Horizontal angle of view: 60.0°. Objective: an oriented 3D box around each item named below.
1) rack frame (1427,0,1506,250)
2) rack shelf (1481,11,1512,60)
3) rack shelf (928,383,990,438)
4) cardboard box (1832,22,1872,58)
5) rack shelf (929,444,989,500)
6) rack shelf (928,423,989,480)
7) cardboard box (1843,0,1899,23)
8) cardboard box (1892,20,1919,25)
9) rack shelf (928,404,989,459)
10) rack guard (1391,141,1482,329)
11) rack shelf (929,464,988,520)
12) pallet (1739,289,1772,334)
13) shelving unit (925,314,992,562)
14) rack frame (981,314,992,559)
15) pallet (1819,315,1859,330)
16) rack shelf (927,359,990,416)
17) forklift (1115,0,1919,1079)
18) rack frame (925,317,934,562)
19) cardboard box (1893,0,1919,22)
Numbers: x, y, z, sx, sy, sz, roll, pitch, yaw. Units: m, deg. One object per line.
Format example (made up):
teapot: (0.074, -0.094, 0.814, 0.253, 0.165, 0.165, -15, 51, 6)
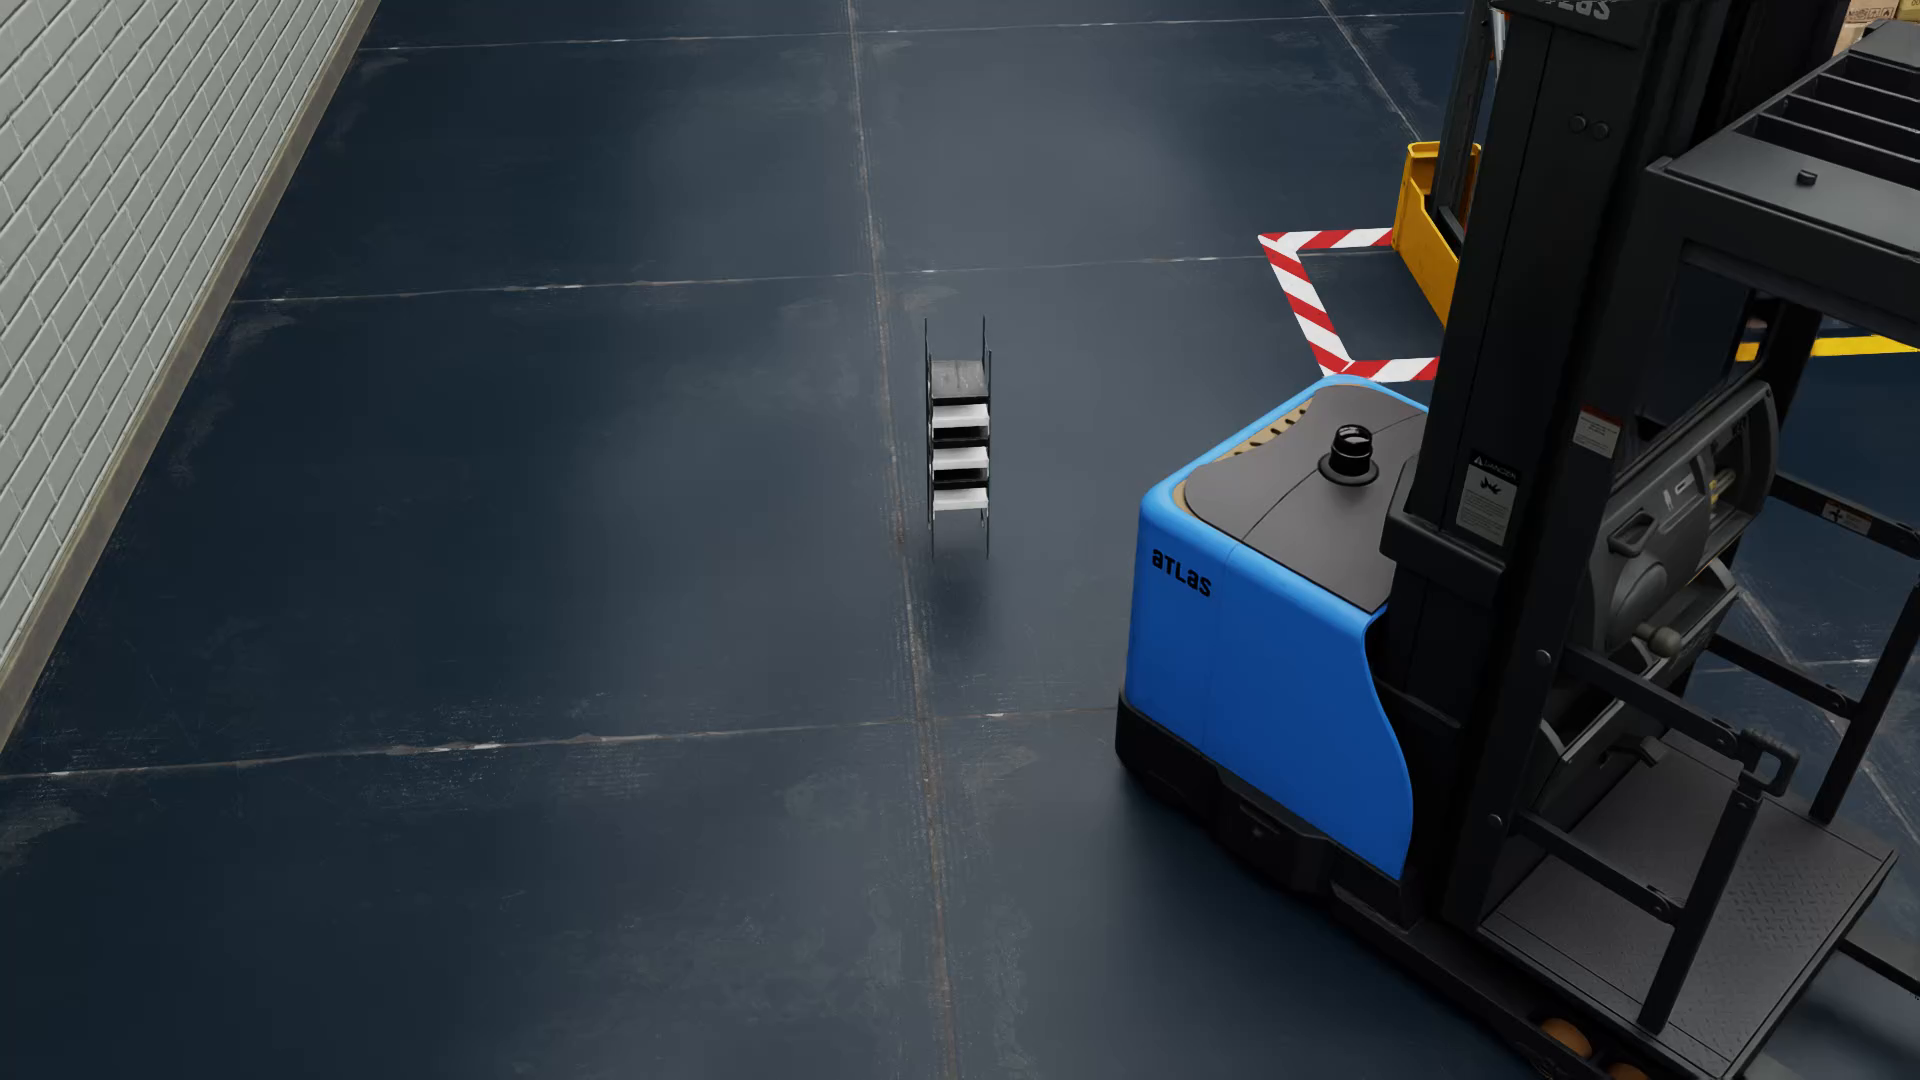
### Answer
rack frame: (2.332, -2.299, 6.742, 0.127, 3.000, 1.000, -3, 38, -4)
rack shelf: (4.325, -2.126, 7.104, 4.000, 0.370, 1.077, -3, 38, -4)
rack shelf: (-0.008, -0.468, 5.880, 0.200, 0.077, 0.258, -3, 38, -4)
cardboard box: (3.485, -2.060, 6.642, 0.250, 0.149, 0.380, -4, 38, -5)
rack shelf: (-0.008, -0.256, 6.047, 0.200, 0.077, 0.258, -3, 38, -4)
rack shelf: (-0.008, -0.327, 5.991, 0.200, 0.077, 0.258, -3, 38, -4)
cardboard box: (3.352, -2.249, 6.560, 0.500, 0.250, 0.500, -4, 38, -5)
cardboard box: (3.739, -2.073, 6.659, 0.250, 0.149, 0.380, -4, 38, -5)
rack shelf: (-0.008, -0.397, 5.936, 0.200, 0.077, 0.258, -3, 38, -4)
rack guard: (2.309, -1.316, 7.514, 0.348, 0.500, 1.175, -3, 38, -4)
rack shelf: (-0.008, -0.185, 6.103, 0.200, 0.077, 0.258, -3, 38, -4)
pallet: (3.122, -1.296, 7.722, 1.213, 0.211, 1.003, -3, 38, -4)
shelving unit: (-0.008, -0.353, 5.971, 0.210, 0.900, 0.258, -3, 38, -4)
rack frame: (0.093, -0.358, 5.978, 0.006, 0.900, 0.240, -3, 38, -4)
pallet: (4.334, -1.361, 7.805, 1.213, 0.211, 1.003, -3, 38, -4)
rack shelf: (-0.008, -0.539, 5.824, 0.200, 0.077, 0.258, -3, 38, -4)
forklift: (1.884, 0.009, 3.873, 1.130, 2.935, 3.031, -31, 48, -33)
rack frame: (-0.109, -0.347, 5.964, 0.006, 0.900, 0.240, -3, 38, -4)
cardboard box: (3.853, -2.274, 6.592, 0.500, 0.250, 0.500, -4, 38, -5)
